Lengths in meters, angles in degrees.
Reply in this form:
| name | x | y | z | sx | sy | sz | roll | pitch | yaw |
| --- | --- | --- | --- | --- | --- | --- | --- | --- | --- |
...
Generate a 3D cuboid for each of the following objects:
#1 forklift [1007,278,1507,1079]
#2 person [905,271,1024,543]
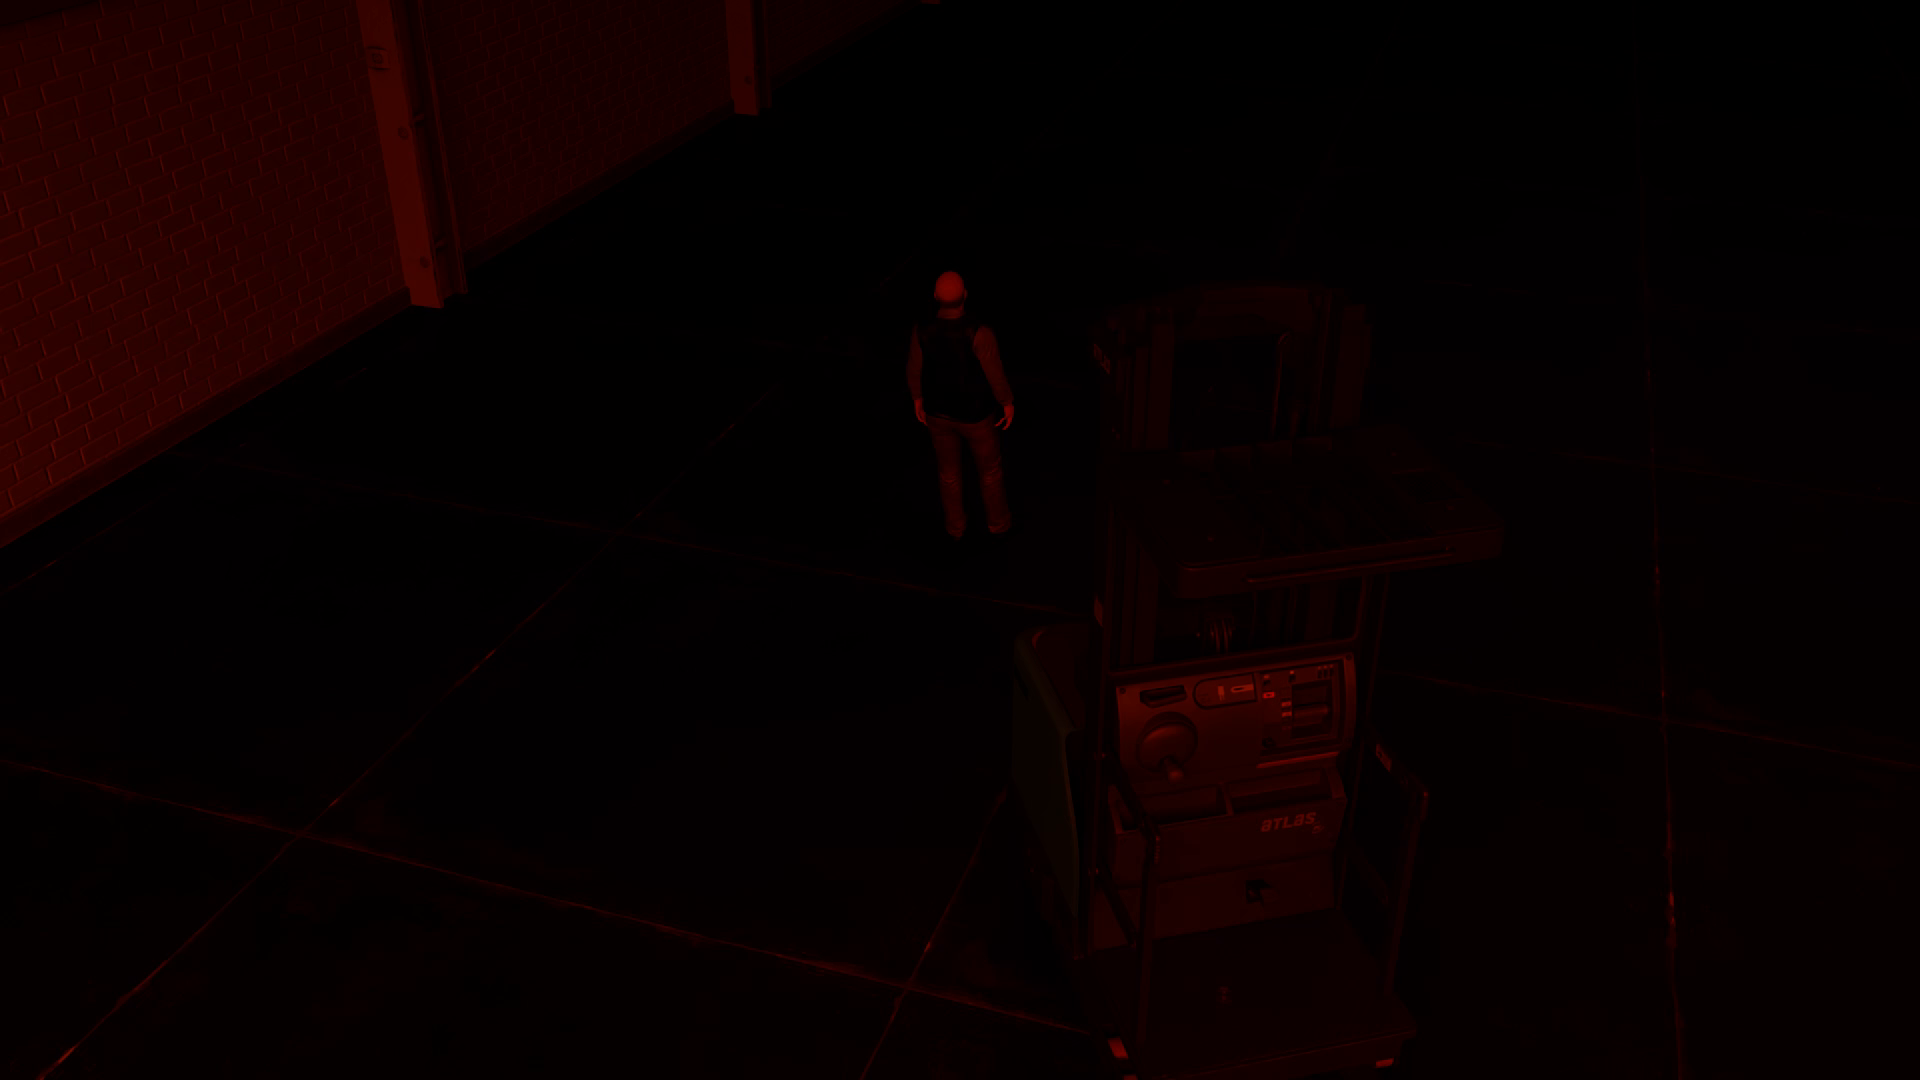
| name | x | y | z | sx | sy | sz | roll | pitch | yaw |
| --- | --- | --- | --- | --- | --- | --- | --- | --- | --- |
| forklift | 1.071 | 0.694 | 5.919 | 1.130 | 2.935 | 3.031 | -7 | 30 | -12 |
| person | 0.028 | -0.782 | 9.715 | 0.632 | 1.720 | 0.568 | 10 | 31 | 16 |
